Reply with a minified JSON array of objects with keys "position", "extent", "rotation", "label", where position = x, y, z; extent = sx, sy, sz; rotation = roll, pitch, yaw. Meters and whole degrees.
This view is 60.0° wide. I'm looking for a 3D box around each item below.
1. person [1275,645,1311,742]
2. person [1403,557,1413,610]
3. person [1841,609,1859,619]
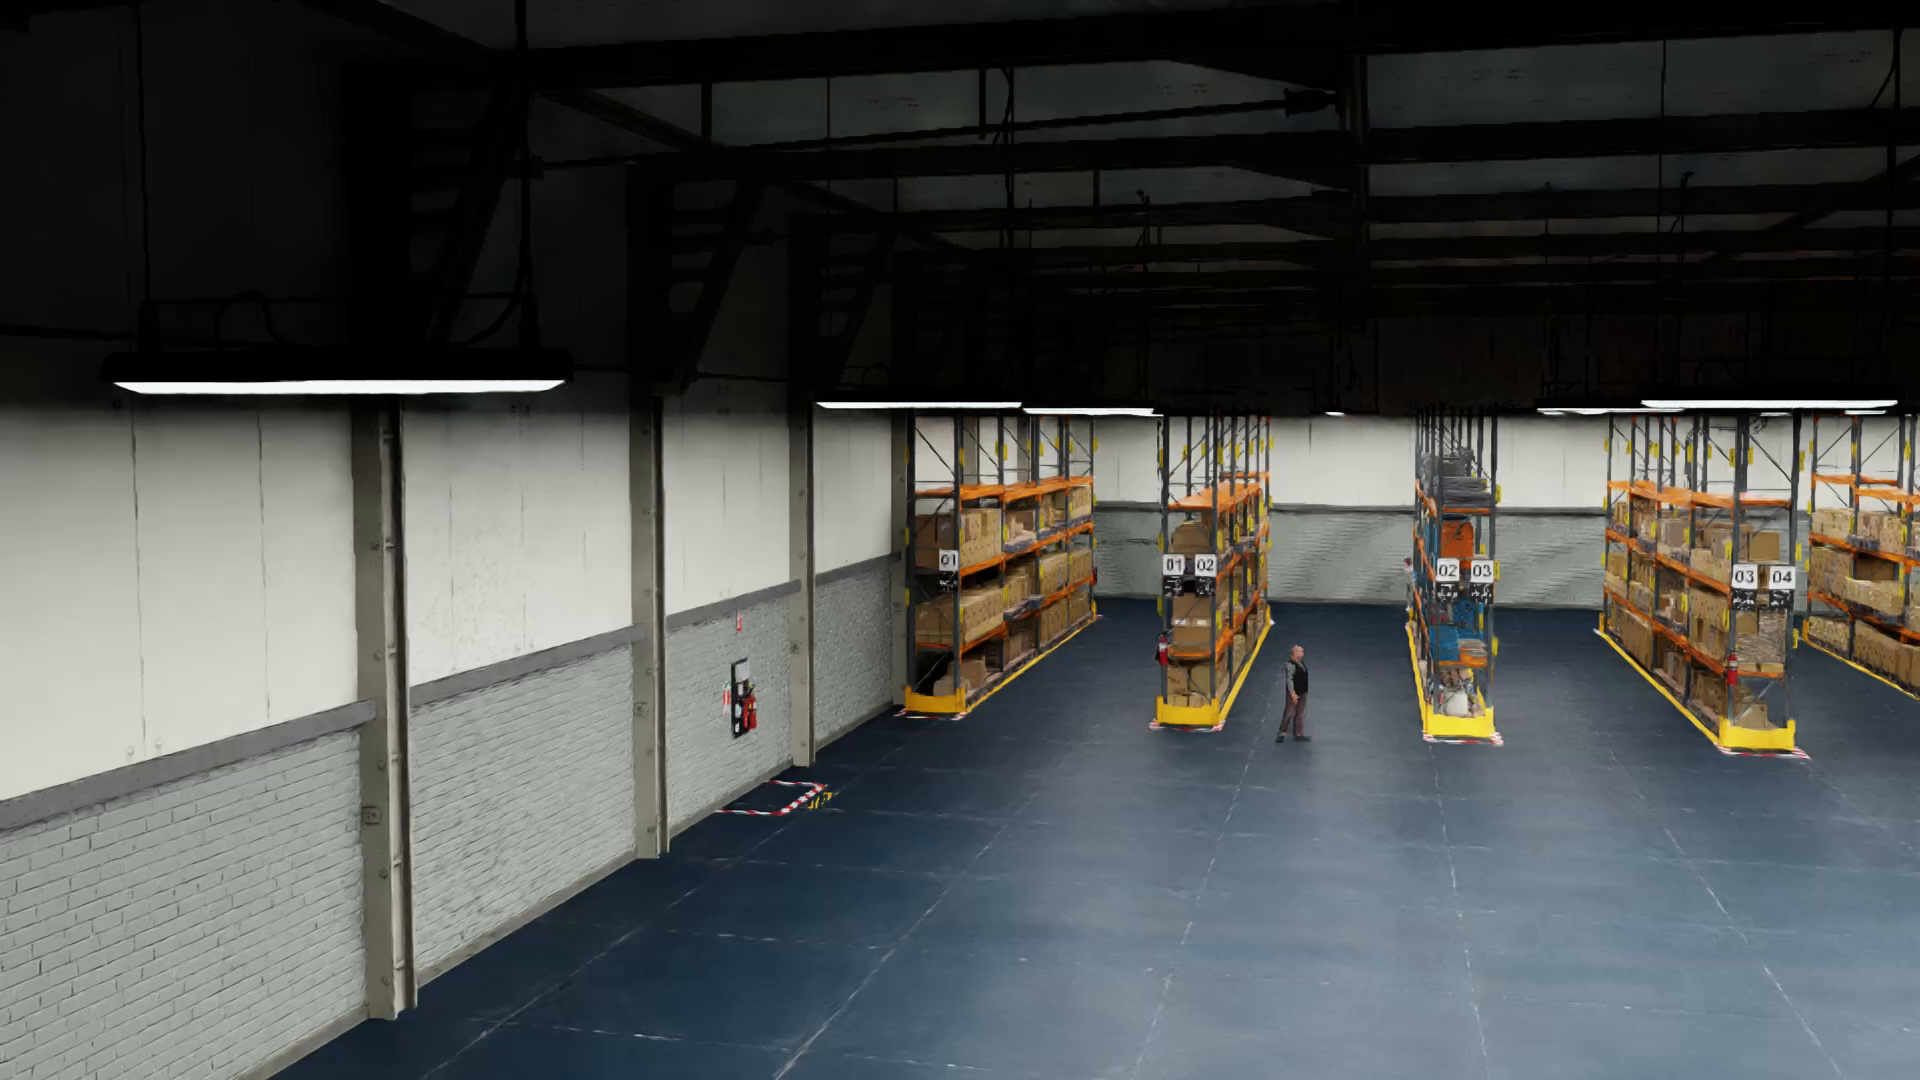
[{"position":[5.889,2.722,29.418],"extent":[0.441,1.723,0.690],"rotation":[4,6,44],"label":"person"},{"position":[13.560,1.300,49.959],"extent":[0.494,1.589,0.473],"rotation":[-3,5,-37],"label":"person"},{"position":[23.679,1.643,44.307],"extent":[0.689,1.722,0.708],"rotation":[-2,4,-21],"label":"person"}]
